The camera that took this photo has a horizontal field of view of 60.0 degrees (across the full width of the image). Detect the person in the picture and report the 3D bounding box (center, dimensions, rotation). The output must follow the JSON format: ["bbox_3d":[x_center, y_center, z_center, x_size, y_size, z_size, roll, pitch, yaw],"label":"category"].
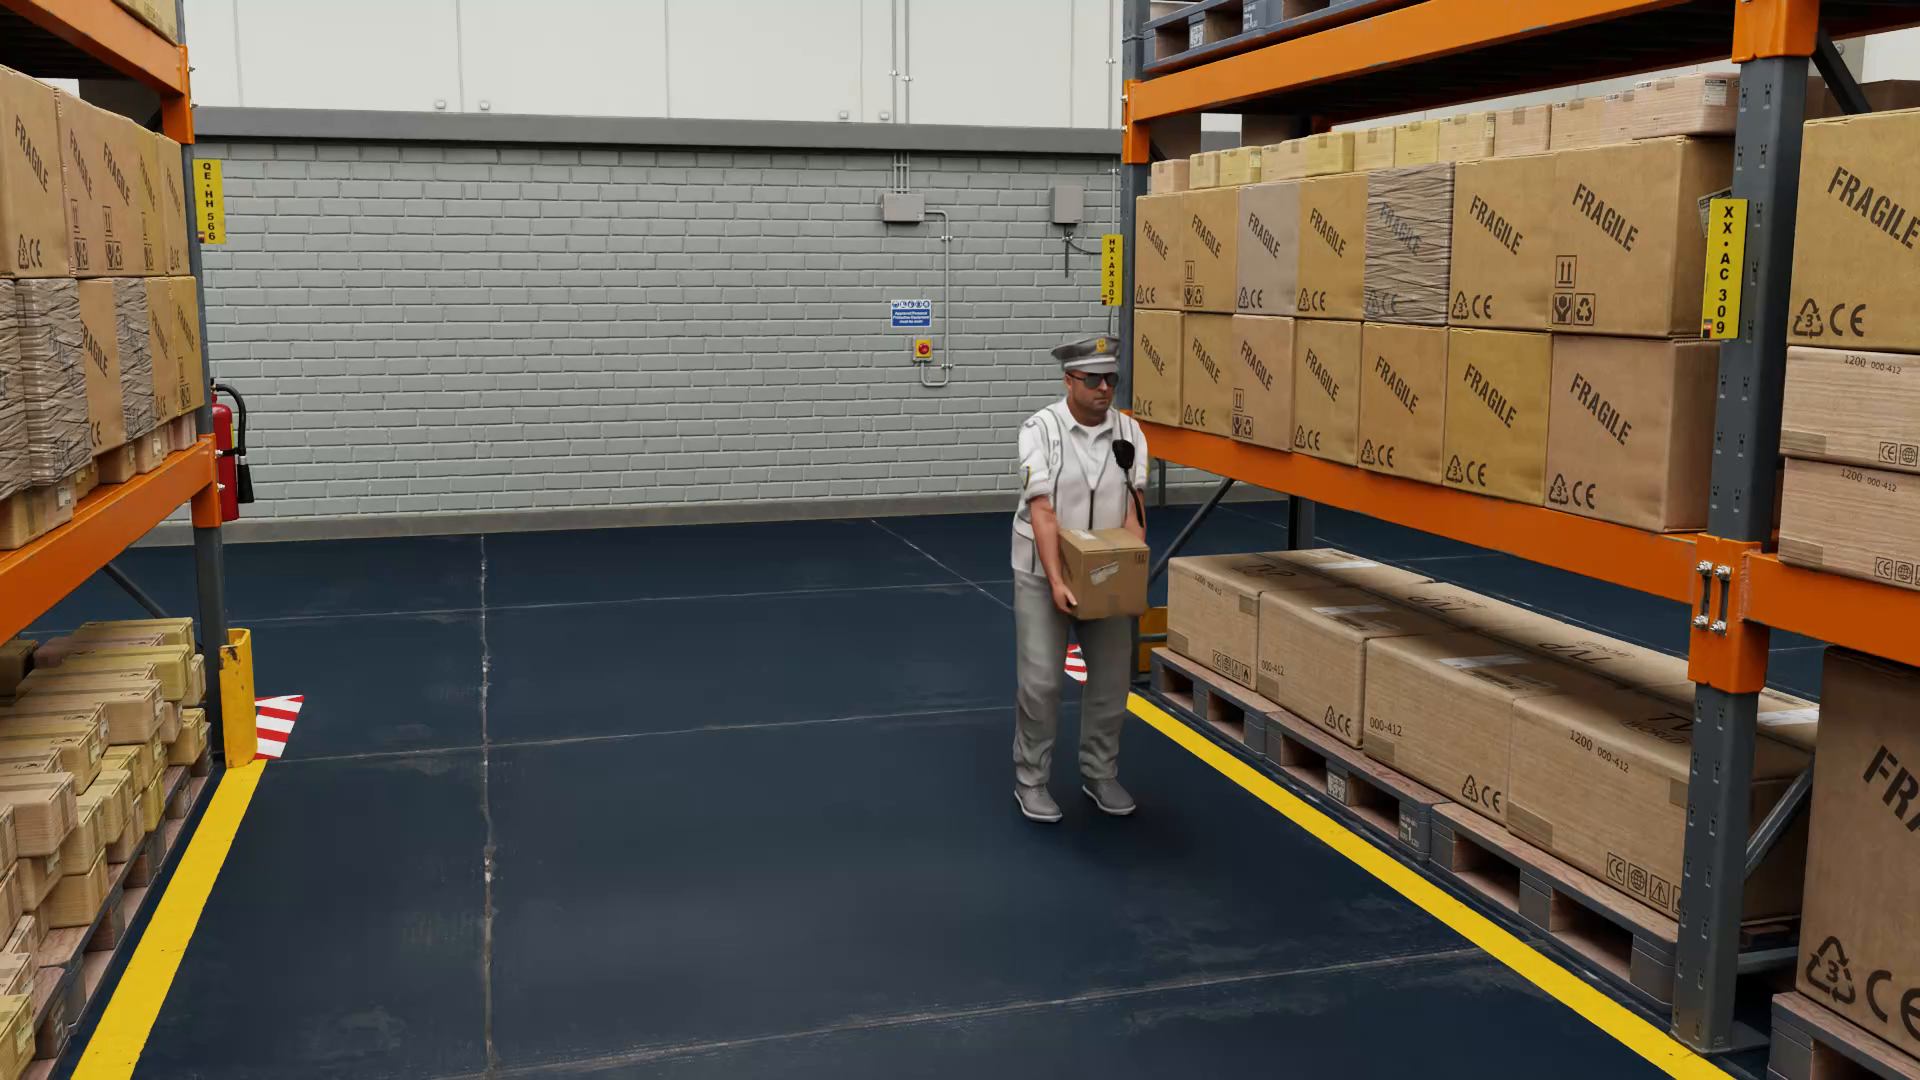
[{"bbox_3d":[0.450,0.140,6.007,0.486,1.753,0.589,-3,10,-17],"label":"person"}]
